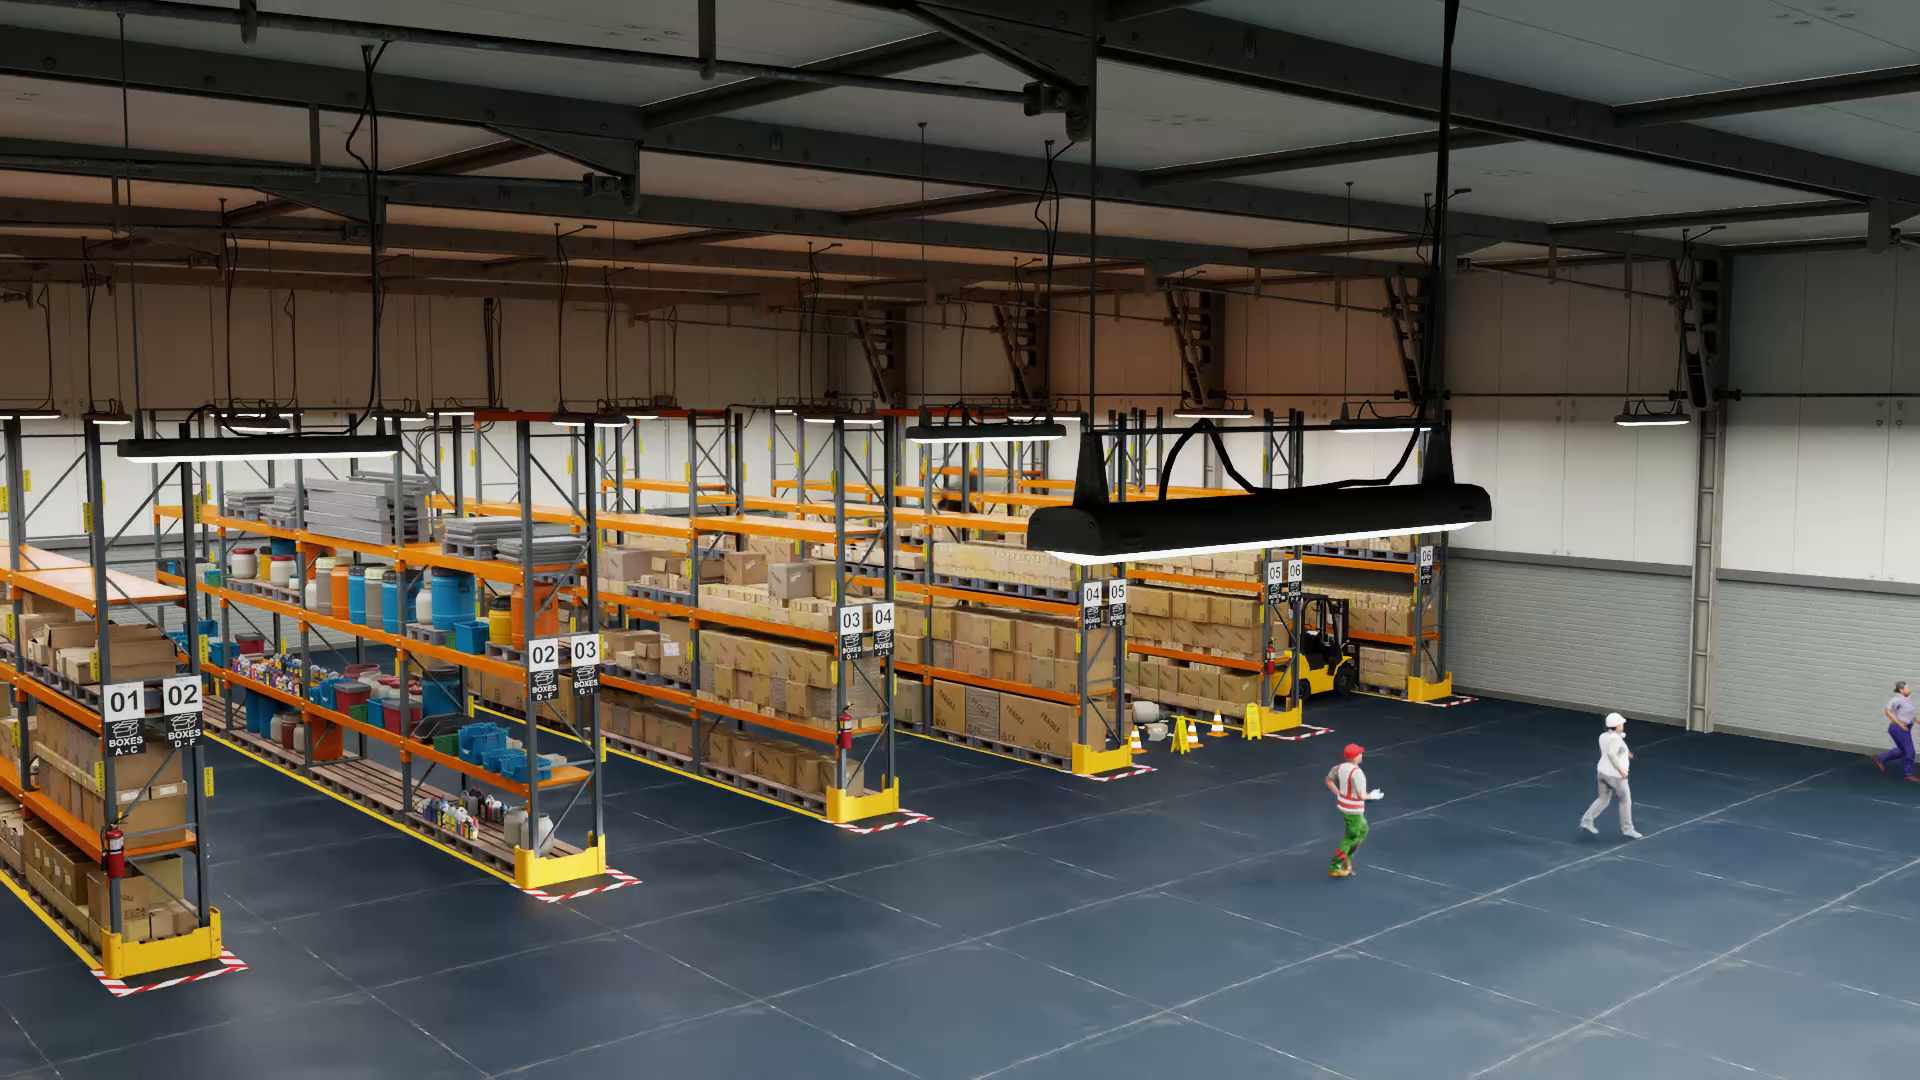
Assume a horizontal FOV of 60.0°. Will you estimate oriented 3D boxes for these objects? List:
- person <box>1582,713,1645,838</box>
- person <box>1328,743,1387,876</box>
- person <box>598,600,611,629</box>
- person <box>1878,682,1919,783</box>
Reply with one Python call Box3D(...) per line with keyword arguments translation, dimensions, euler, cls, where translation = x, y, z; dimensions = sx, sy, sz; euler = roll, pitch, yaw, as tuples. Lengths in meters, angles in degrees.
Box3D(translation=(9.325, 3.348, 23.658), dimensions=(0.892, 1.774, 0.664), euler=(-1, 5, -11), cls="person")
Box3D(translation=(5.185, 3.539, 21.734), dimensions=(0.733, 1.814, 0.628), euler=(-1, 5, -12), cls="person")
Box3D(translation=(-8.135, 2.164, 37.386), dimensions=(0.693, 1.738, 0.556), euler=(-4, 6, -39), cls="person")
Box3D(translation=(15.428, 3.133, 27.238), dimensions=(0.672, 1.624, 0.616), euler=(4, 7, 41), cls="person")
